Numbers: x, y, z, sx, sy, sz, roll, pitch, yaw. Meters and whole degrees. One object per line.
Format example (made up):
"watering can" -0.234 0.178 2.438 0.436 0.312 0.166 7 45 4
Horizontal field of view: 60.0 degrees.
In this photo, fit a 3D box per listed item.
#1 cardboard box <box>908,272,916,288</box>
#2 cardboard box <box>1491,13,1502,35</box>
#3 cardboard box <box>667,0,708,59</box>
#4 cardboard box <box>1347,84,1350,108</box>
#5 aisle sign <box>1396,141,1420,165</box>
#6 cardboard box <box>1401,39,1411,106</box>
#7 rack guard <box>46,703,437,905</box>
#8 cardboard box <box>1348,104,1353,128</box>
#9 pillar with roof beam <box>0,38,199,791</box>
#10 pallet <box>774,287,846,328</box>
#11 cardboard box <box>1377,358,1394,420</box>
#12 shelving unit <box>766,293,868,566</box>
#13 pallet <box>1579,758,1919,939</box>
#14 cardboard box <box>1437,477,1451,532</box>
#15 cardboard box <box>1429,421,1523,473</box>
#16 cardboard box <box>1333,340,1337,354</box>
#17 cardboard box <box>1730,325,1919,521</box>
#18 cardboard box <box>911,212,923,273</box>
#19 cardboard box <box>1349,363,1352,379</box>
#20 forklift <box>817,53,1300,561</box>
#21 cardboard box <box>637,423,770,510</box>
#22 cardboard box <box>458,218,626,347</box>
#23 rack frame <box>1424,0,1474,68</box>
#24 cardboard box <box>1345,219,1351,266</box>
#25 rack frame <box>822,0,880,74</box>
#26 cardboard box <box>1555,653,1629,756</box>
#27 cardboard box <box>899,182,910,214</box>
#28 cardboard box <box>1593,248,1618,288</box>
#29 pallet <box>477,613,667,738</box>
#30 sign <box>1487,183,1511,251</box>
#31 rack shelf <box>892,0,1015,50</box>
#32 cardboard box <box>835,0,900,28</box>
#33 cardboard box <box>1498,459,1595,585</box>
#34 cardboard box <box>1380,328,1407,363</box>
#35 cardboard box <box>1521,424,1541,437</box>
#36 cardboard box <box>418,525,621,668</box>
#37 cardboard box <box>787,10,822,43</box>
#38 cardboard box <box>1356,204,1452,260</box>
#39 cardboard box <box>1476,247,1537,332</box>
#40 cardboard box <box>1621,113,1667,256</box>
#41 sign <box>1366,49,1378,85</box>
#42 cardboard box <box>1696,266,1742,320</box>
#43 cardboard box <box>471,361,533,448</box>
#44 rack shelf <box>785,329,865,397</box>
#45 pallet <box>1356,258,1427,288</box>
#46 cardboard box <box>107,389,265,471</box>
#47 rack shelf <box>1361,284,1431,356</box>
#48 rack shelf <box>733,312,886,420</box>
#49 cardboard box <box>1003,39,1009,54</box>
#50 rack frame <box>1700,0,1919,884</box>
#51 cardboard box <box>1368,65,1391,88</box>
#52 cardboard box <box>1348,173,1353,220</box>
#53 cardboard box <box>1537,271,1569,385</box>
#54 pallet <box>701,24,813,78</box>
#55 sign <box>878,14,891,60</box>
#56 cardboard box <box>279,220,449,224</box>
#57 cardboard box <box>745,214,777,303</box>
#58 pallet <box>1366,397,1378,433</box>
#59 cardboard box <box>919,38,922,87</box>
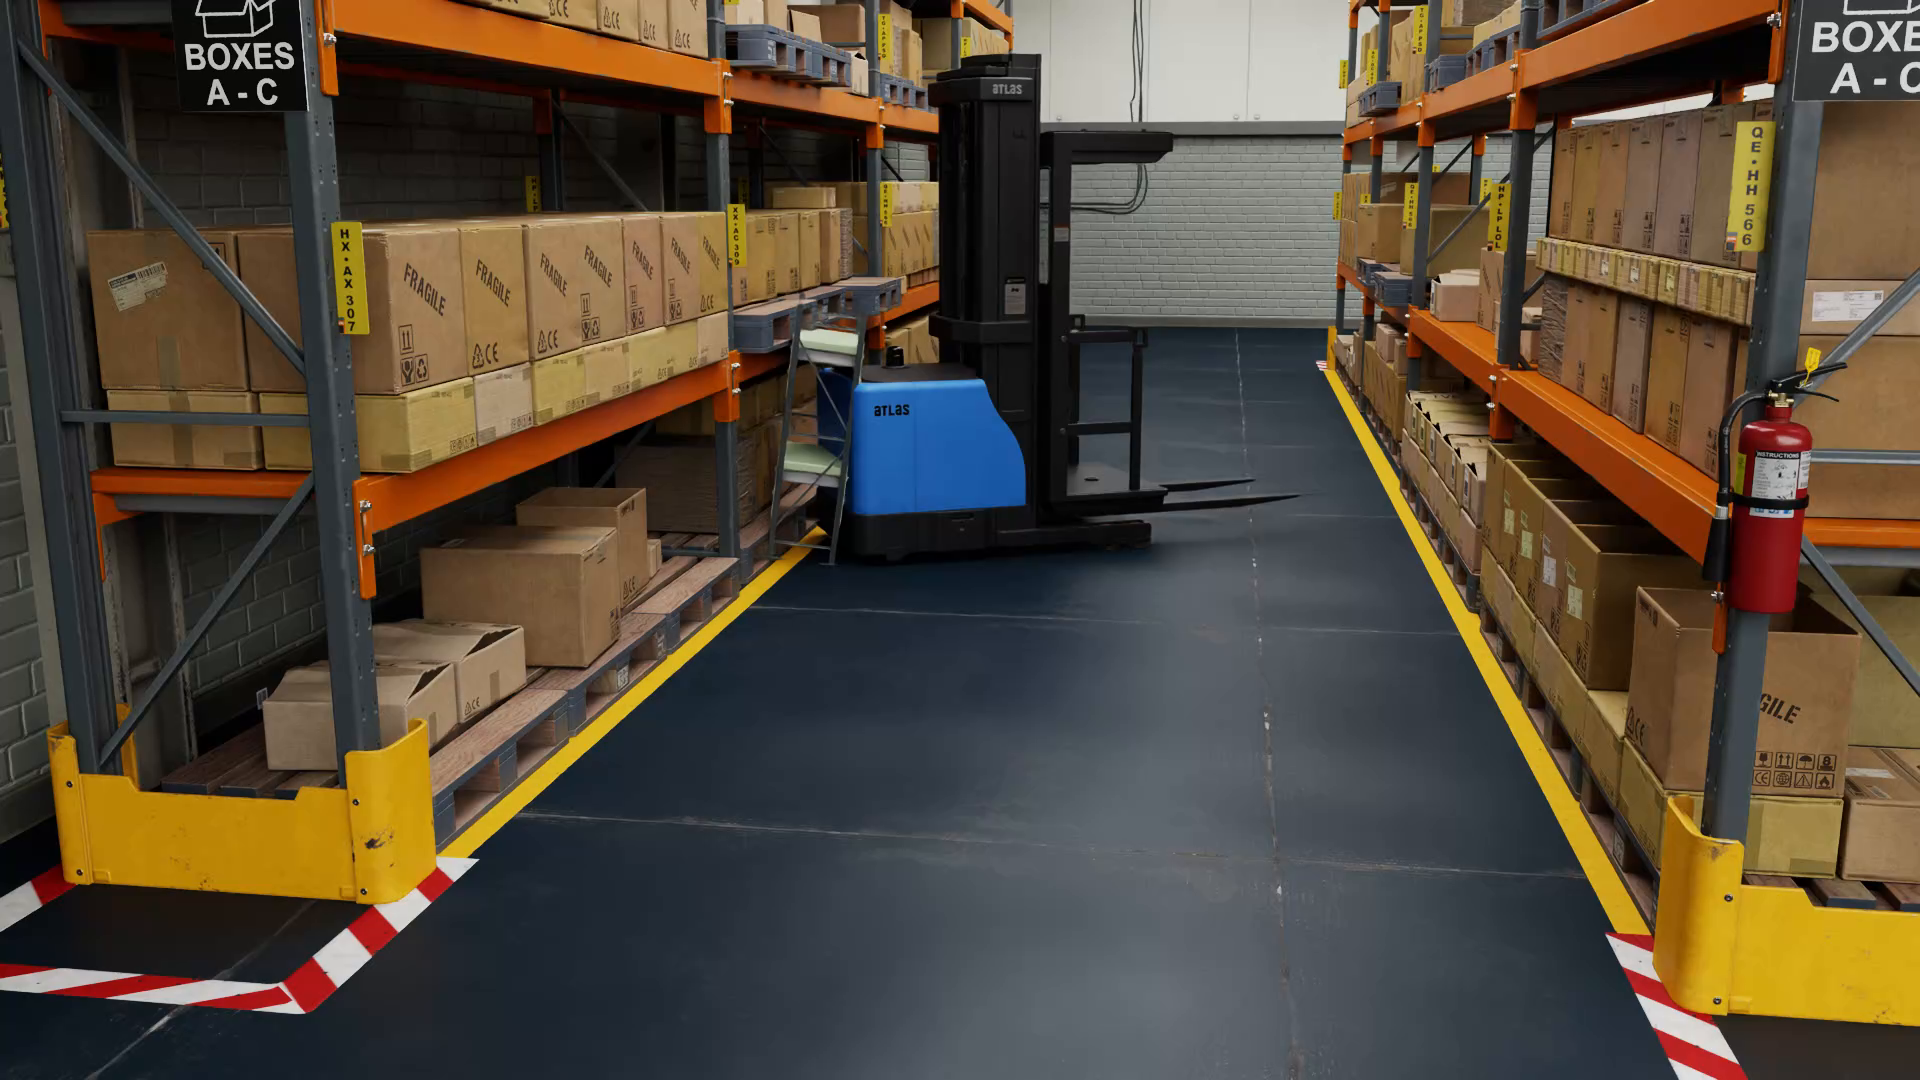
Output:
"cardboard box" -0.595 -2.296 14.575 0.380 0.149 0.250 2 12 9
"cardboard box" 3.718 -3.261 10.743 0.500 0.250 0.500 2 12 10
"cardboard box" -1.549 -2.607 8.064 0.500 0.500 0.500 2 12 10
"cardboard box" 4.689 -5.073 18.960 0.500 0.250 0.500 2 12 9
"aisle sign" 5.339 -4.809 19.516 0.394 0.787 0.004 2 12 9
"cardboard box" 3.987 -3.690 13.138 0.910 0.500 0.500 2 12 9
"rack guard" -2.319 0.843 5.393 1.175 0.500 0.348 2 12 9
"cardboard box" 4.606 -4.724 18.531 0.500 0.250 0.500 2 12 9
"pillar with roof beam" 1.176 -3.330 4.584 9.100 9.000 0.400 2 12 9
"pallet" -1.364 -1.521 10.886 1.003 0.211 1.213 2 12 9
"cardboard box" 3.862 -1.281 14.206 0.500 0.500 0.500 1 12 7
"shelving unit" -0.861 -0.679 9.986 0.431 1.500 0.755 7 12 -6
"pallet" 2.641 0.999 5.354 1.003 0.211 1.213 2 12 9
"cardboard box" 3.115 -0.204 9.851 0.500 0.250 0.500 2 12 10
"cardboard box" 3.193 -0.581 10.270 0.500 0.311 0.500 2 12 8
"cardboard box" 4.622 -2.279 19.672 0.380 0.149 0.250 2 12 9
"cardboard box" 2.649 -0.349 4.754 0.700 0.500 0.500 2 12 9
"cardboard box" -0.605 -2.537 14.155 0.500 0.500 0.500 2 12 8
"cardboard box" 4.216 -1.730 17.125 0.380 0.149 0.250 2 12 9
"forklift" 0.665 -1.470 10.357 3.031 2.935 1.130 -4 13 -18
"cardboard box" -1.589 -0.452 10.358 0.700 0.500 0.500 2 12 8
"cardboard box" -1.721 -1.073 6.882 0.500 0.500 0.500 2 12 10
"rack frame" 3.795 -4.801 11.411 1.000 3.000 0.127 2 12 9
"cardboard box" 4.543 -3.287 18.387 0.500 0.500 0.500 2 12 8
"rack frame" -1.100 -4.961 12.152 1.000 3.000 0.127 2 12 9
"cardboard box" 2.496 0.606 6.091 0.500 0.250 0.500 2 12 9
"cardboard box" -0.694 -2.797 13.580 0.500 0.250 0.500 2 12 8
"cardboard box" 2.753 -1.084 6.625 0.380 0.149 0.250 2 12 7
"pallet" -1.969 0.563 7.378 1.003 0.211 1.213 2 12 9
"sign" 2.642 -1.579 8.138 0.100 0.325 0.005 2 12 9
"rack shelf" -0.177 -5.663 18.066 1.077 0.370 4.000 2 12 9
"cardboard box" -0.820 -4.663 14.830 0.500 0.250 0.500 1 12 7
"cardboard box" 2.730 -0.073 7.461 0.500 0.500 0.500 2 12 9
"cardboard box" 3.865 -1.655 14.164 0.500 0.250 0.500 2 12 8
"cardboard box" 3.725 -0.569 10.213 0.500 0.311 0.500 2 12 10
"cardboard box" -1.885 0.233 7.180 0.700 0.500 0.500 1 12 5
"cardboard box" -1.391 -3.288 11.217 0.797 0.503 0.637 4 13 17
"cardboard box" 4.117 -2.864 15.428 0.700 0.500 0.500 -2 12 -10
"cardboard box" 3.553 -1.567 10.409 0.500 0.500 0.500 1 12 6
"cardboard box" 2.887 -1.313 6.148 0.700 0.500 0.500 2 12 9
"sign" 3.873 -4.436 15.610 0.100 0.325 0.005 2 12 9
"cardboard box" 2.513 -0.763 5.134 0.380 0.149 0.250 2 12 8
"cardboard box" -1.876 -0.499 5.998 0.500 0.250 0.500 1 12 7
"rack shelf" -0.805 -1.056 9.903 0.431 0.370 0.720 7 12 -6
"pallet" 4.180 -2.444 15.171 1.003 0.211 1.213 2 12 9
"cardboard box" -2.450 -0.403 5.551 0.500 0.250 0.500 2 12 9
"rack shelf" 4.103 -1.933 14.051 1.077 0.370 4.000 2 12 9
"rack shelf" -1.408 -1.260 10.928 1.077 0.370 4.000 2 12 9
"cardboard box" 0.287 -5.546 19.330 0.500 0.500 0.500 2 12 8
"rack frame" 2.565 -0.203 4.316 1.000 3.000 0.127 2 12 9
"cardboard box" 4.217 -4.448 16.064 0.500 0.250 0.500 2 12 9
"cardboard box" 4.542 -3.774 18.277 0.500 0.500 0.500 2 12 9
"cardboard box" 3.118 -0.992 7.739 0.700 0.500 0.500 2 12 7
"pallet" -1.515 -2.695 9.205 1.213 0.211 1.003 2 12 9
"sign" -0.564 -3.729 12.330 0.100 0.325 0.005 2 12 9
"cardboard box" -2.306 -0.983 6.463 0.500 0.500 0.500 2 12 7
"cardboard box" -1.510 -1.680 9.889 0.700 0.500 0.500 3 13 14
"pallet" 4.323 -1.167 15.409 1.003 0.211 1.213 2 12 9
"cardboard box" -0.729 -4.411 15.441 0.700 0.500 0.500 1 12 6
